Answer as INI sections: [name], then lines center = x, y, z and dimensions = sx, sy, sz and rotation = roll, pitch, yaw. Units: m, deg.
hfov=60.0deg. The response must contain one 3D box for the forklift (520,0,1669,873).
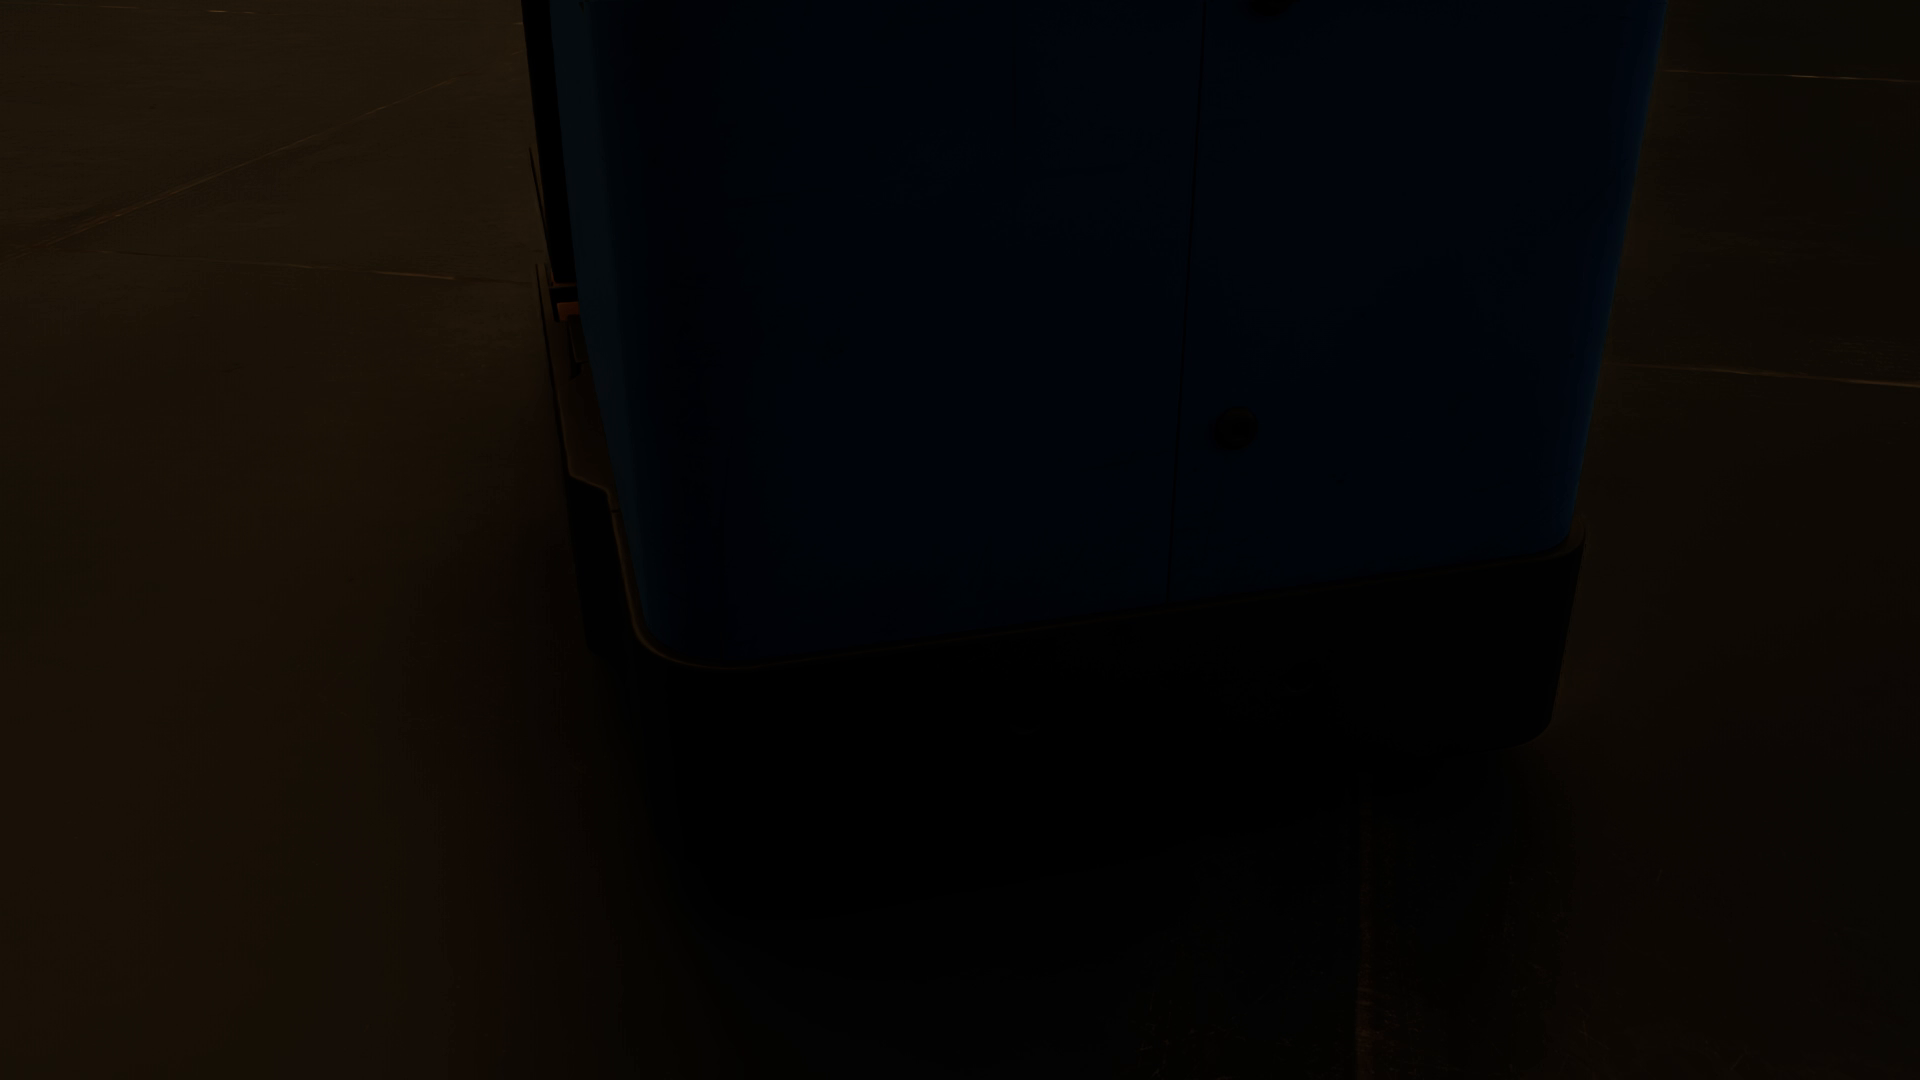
[forklift]
center = -0.187, -1.617, 2.452
dimensions = 1.130, 2.935, 3.031
rotation = -7, 28, -14
